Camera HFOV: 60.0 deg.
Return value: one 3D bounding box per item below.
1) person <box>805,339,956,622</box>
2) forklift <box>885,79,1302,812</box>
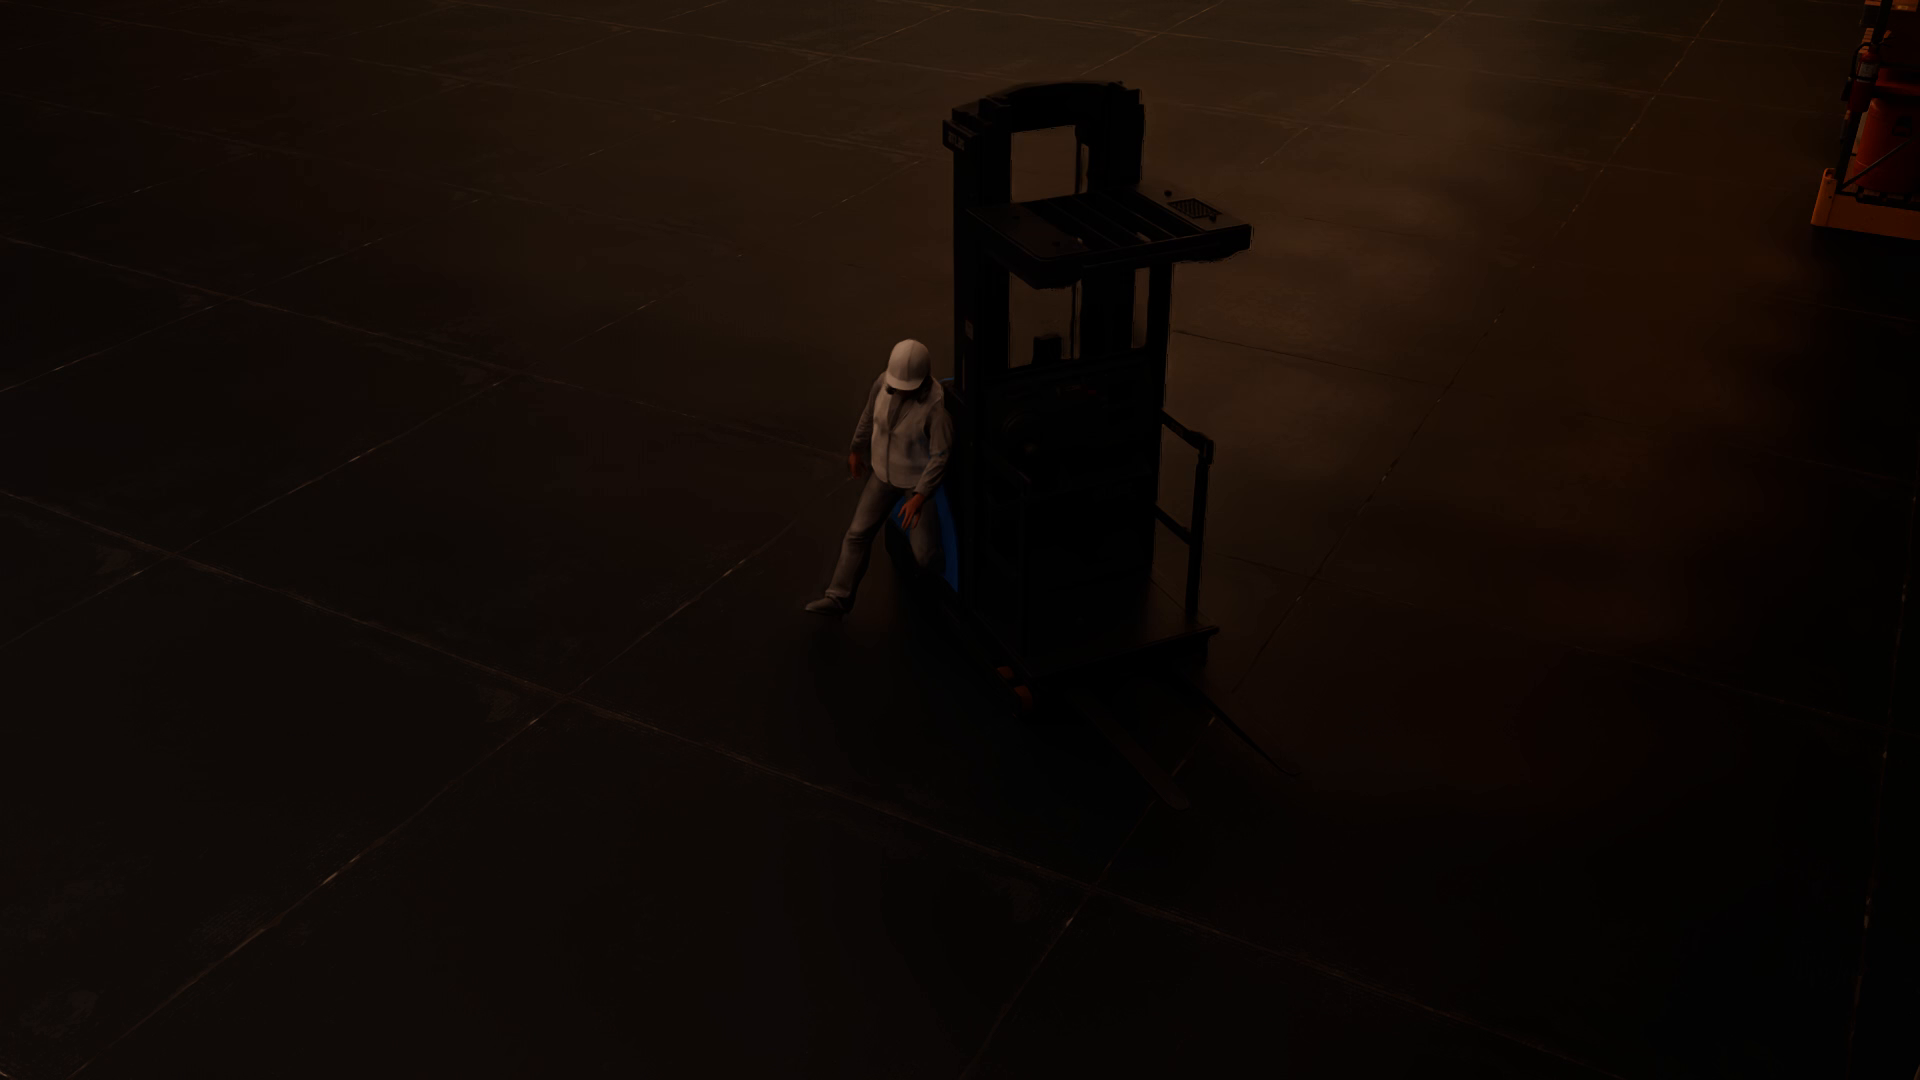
[{"bbox_3d":[-0.354,-0.285,8.837,0.875,1.644,0.918,21,36,32],"label":"person"},{"bbox_3d":[0.642,-0.616,8.138,1.130,2.935,3.031,-13,33,-22],"label":"forklift"}]
